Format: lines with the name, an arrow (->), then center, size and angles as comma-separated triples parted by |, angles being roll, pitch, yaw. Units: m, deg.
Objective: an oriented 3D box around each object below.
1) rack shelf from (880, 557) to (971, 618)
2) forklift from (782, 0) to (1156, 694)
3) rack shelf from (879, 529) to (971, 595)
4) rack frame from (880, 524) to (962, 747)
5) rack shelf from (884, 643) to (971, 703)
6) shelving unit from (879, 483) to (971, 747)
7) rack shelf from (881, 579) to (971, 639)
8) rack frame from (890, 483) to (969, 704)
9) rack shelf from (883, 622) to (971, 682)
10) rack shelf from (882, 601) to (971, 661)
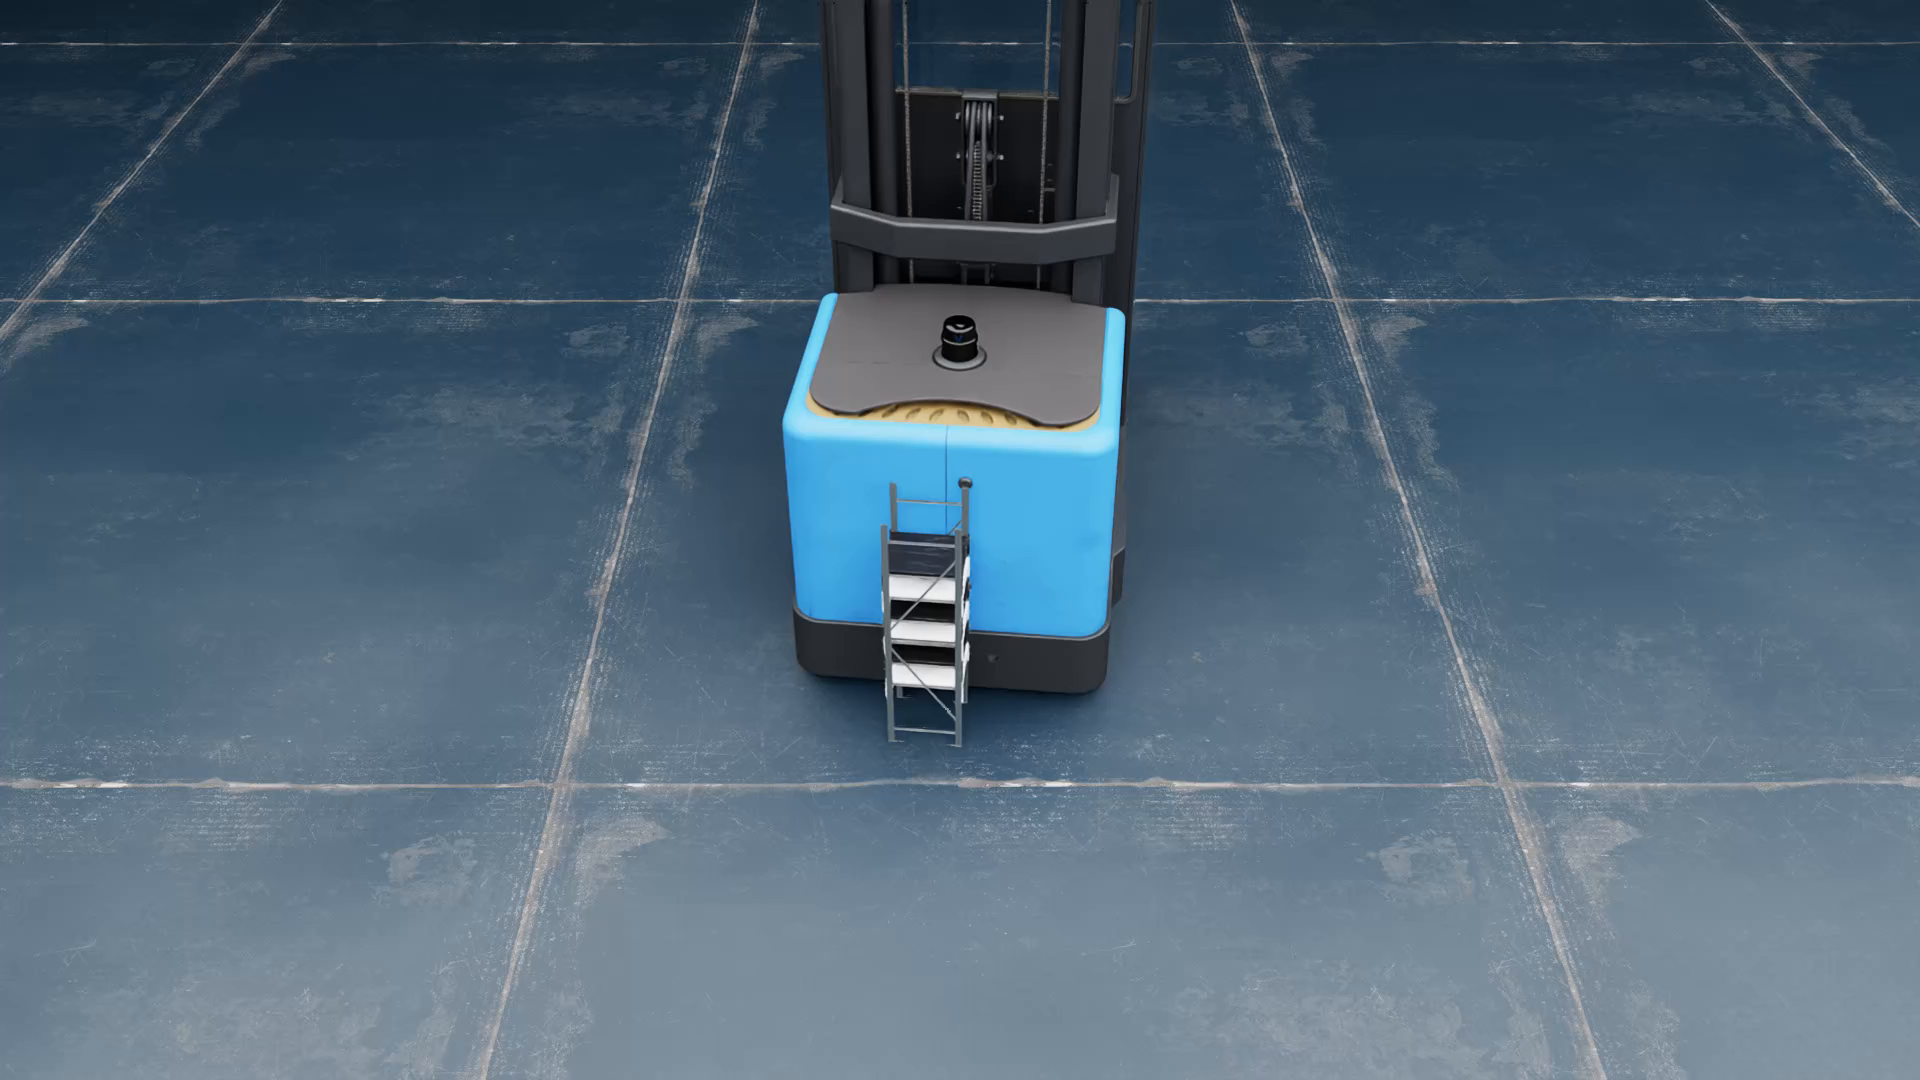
rack shelf -> -0.104, 0.136, 5.126 | 0.258, 0.077, 0.200 | 4, 39, 5
forklift -> 0.113, -1.548, 5.838 | 1.130, 2.935, 3.031 | 4, 39, 5
rack shelf -> -0.104, 0.066, 5.070 | 0.258, 0.077, 0.200 | 4, 39, 5
rack frame -> -0.114, 0.314, 5.139 | 0.240, 0.900, 0.006 | 4, 39, 5
rack shelf -> -0.104, 0.417, 5.351 | 0.258, 0.077, 0.200 | 4, 39, 5
shelving unit -> -0.104, 0.251, 5.218 | 0.258, 0.900, 0.210 | 4, 39, 5
rack shelf -> -0.104, 0.207, 5.182 | 0.258, 0.077, 0.200 | 4, 39, 5
rack frame -> -0.093, 0.187, 5.296 | 0.240, 0.900, 0.006 | 4, 39, 5
rack shelf -> -0.104, 0.347, 5.295 | 0.258, 0.077, 0.200 | 4, 39, 5
rack shelf -> -0.104, 0.277, 5.238 | 0.258, 0.077, 0.200 | 4, 39, 5
